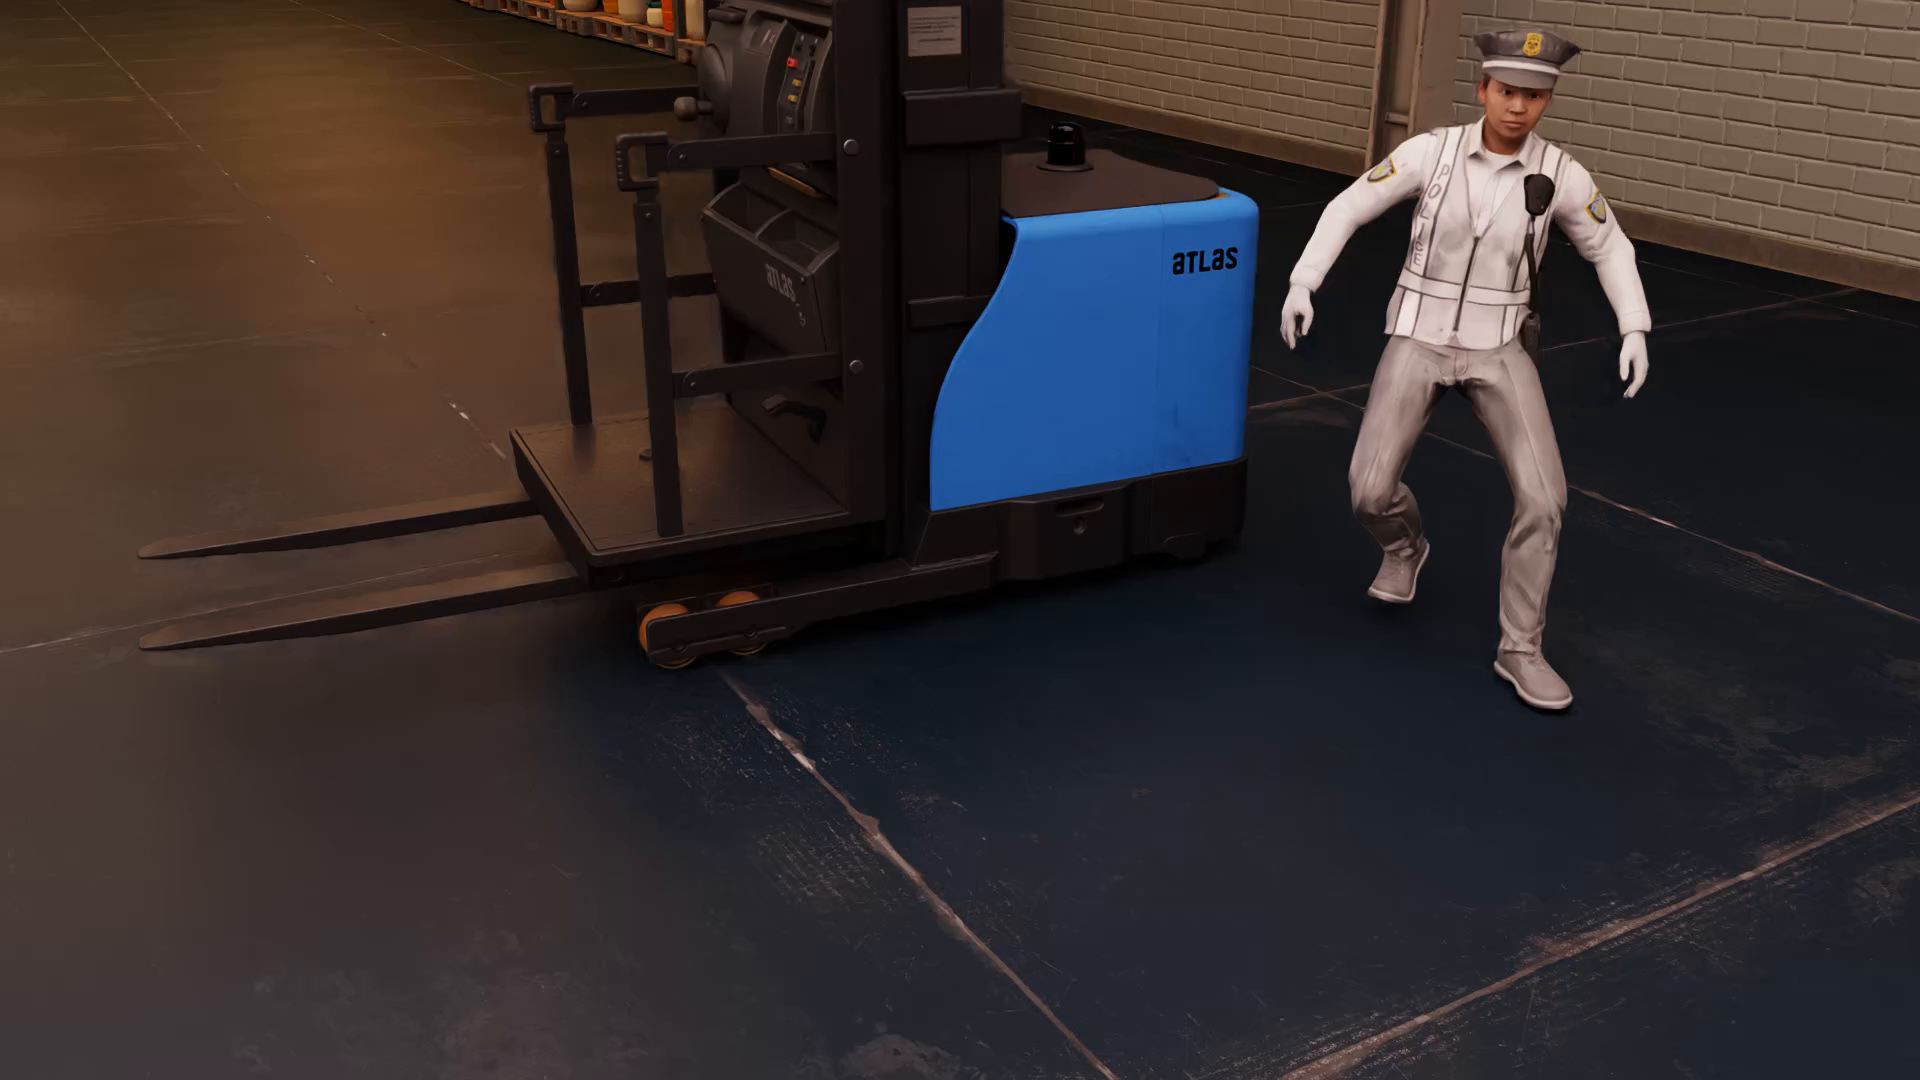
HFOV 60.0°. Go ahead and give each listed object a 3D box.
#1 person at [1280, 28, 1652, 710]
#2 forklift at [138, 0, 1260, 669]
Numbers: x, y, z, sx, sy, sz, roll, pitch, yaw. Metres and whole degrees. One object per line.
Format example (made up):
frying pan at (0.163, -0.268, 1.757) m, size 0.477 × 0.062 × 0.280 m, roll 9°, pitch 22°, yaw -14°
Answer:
person at (1.242, -0.456, 4.154) m, size 0.900 × 1.581 × 0.638 m, roll 8°, pitch 24°, yaw 18°
forklift at (-0.701, -1.249, 4.318) m, size 3.031 × 2.935 × 1.130 m, roll -10°, pitch 24°, yaw -23°
